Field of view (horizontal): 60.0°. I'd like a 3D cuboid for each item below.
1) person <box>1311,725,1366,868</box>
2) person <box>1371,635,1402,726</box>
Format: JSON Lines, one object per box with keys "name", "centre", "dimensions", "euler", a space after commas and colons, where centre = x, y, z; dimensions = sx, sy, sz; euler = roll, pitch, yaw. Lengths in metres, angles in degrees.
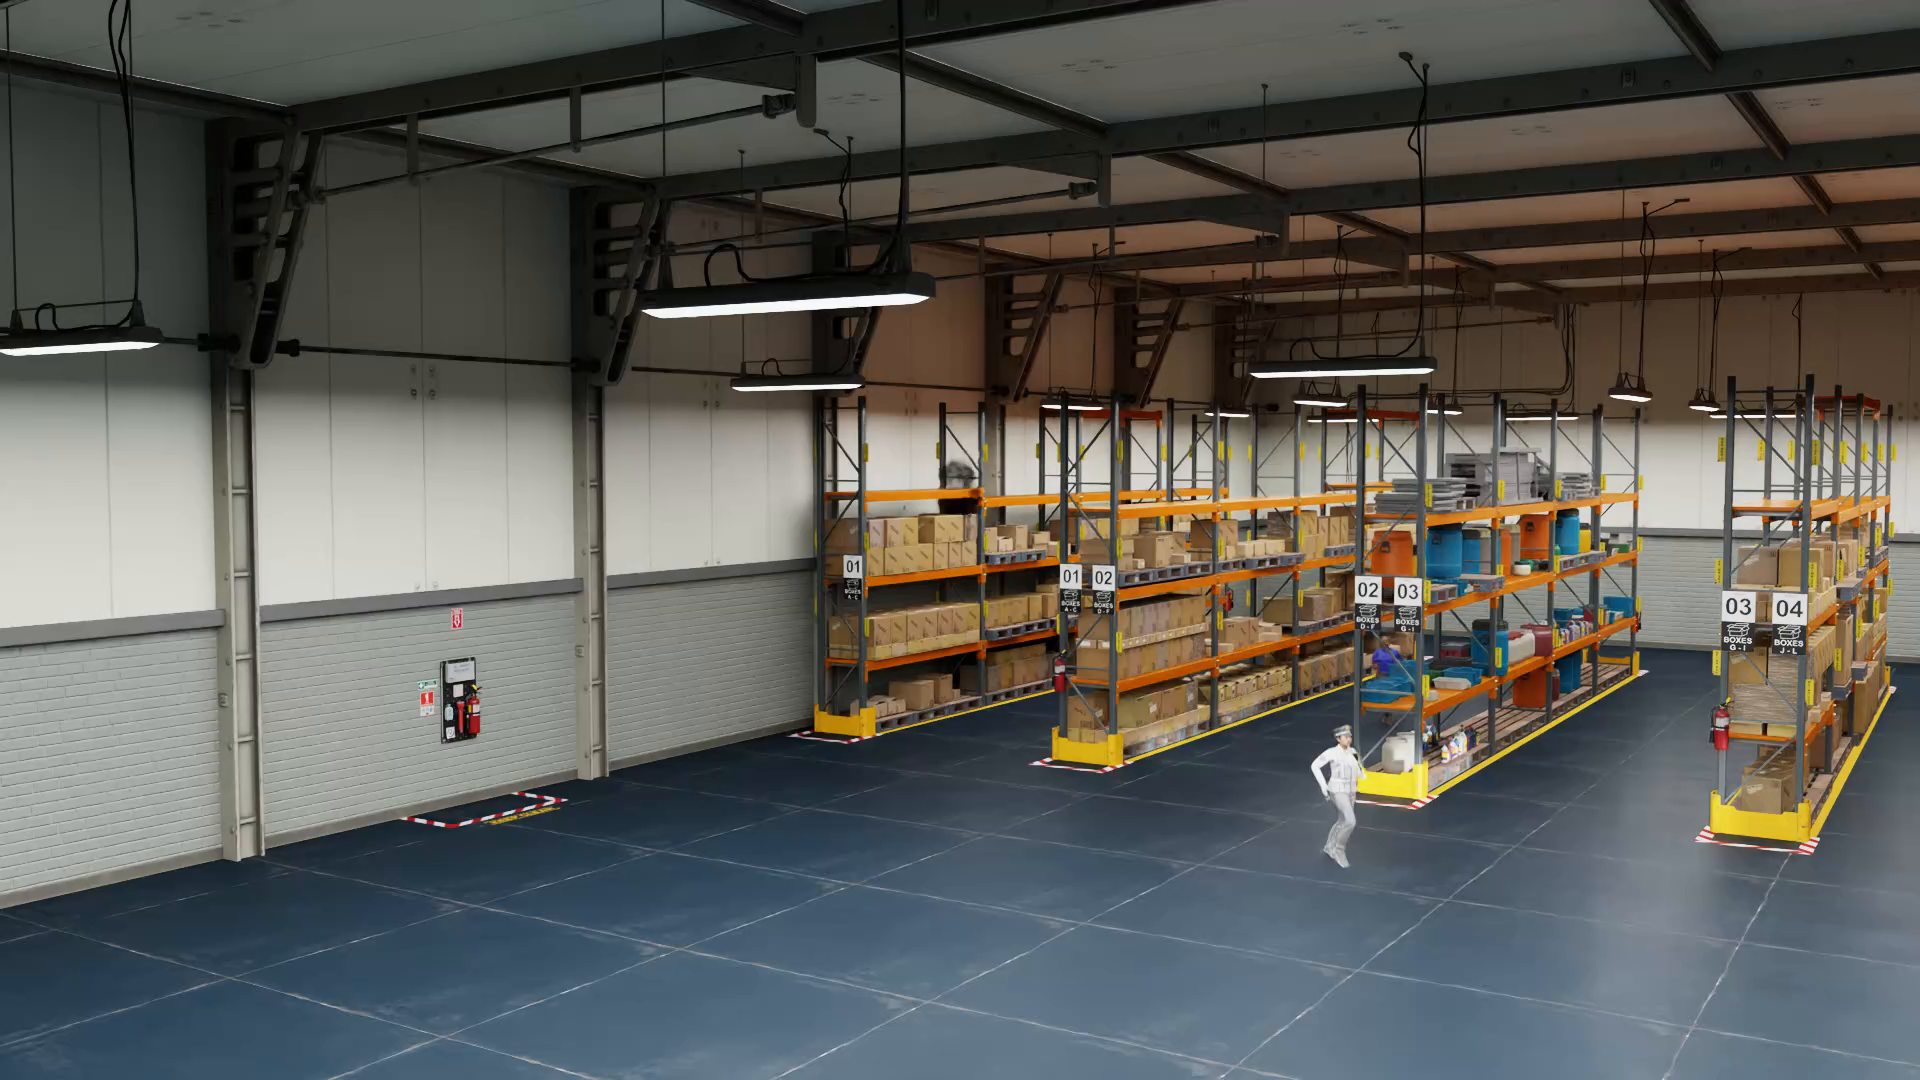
{"name": "person", "centre": [4.638, 3.099, 20.177], "dimensions": [0.545, 1.727, 0.708], "euler": [-2, 4, -34]}
{"name": "person", "centre": [7.817, 2.584, 30.536], "dimensions": [0.557, 1.656, 0.628], "euler": [1, 3, 26]}
